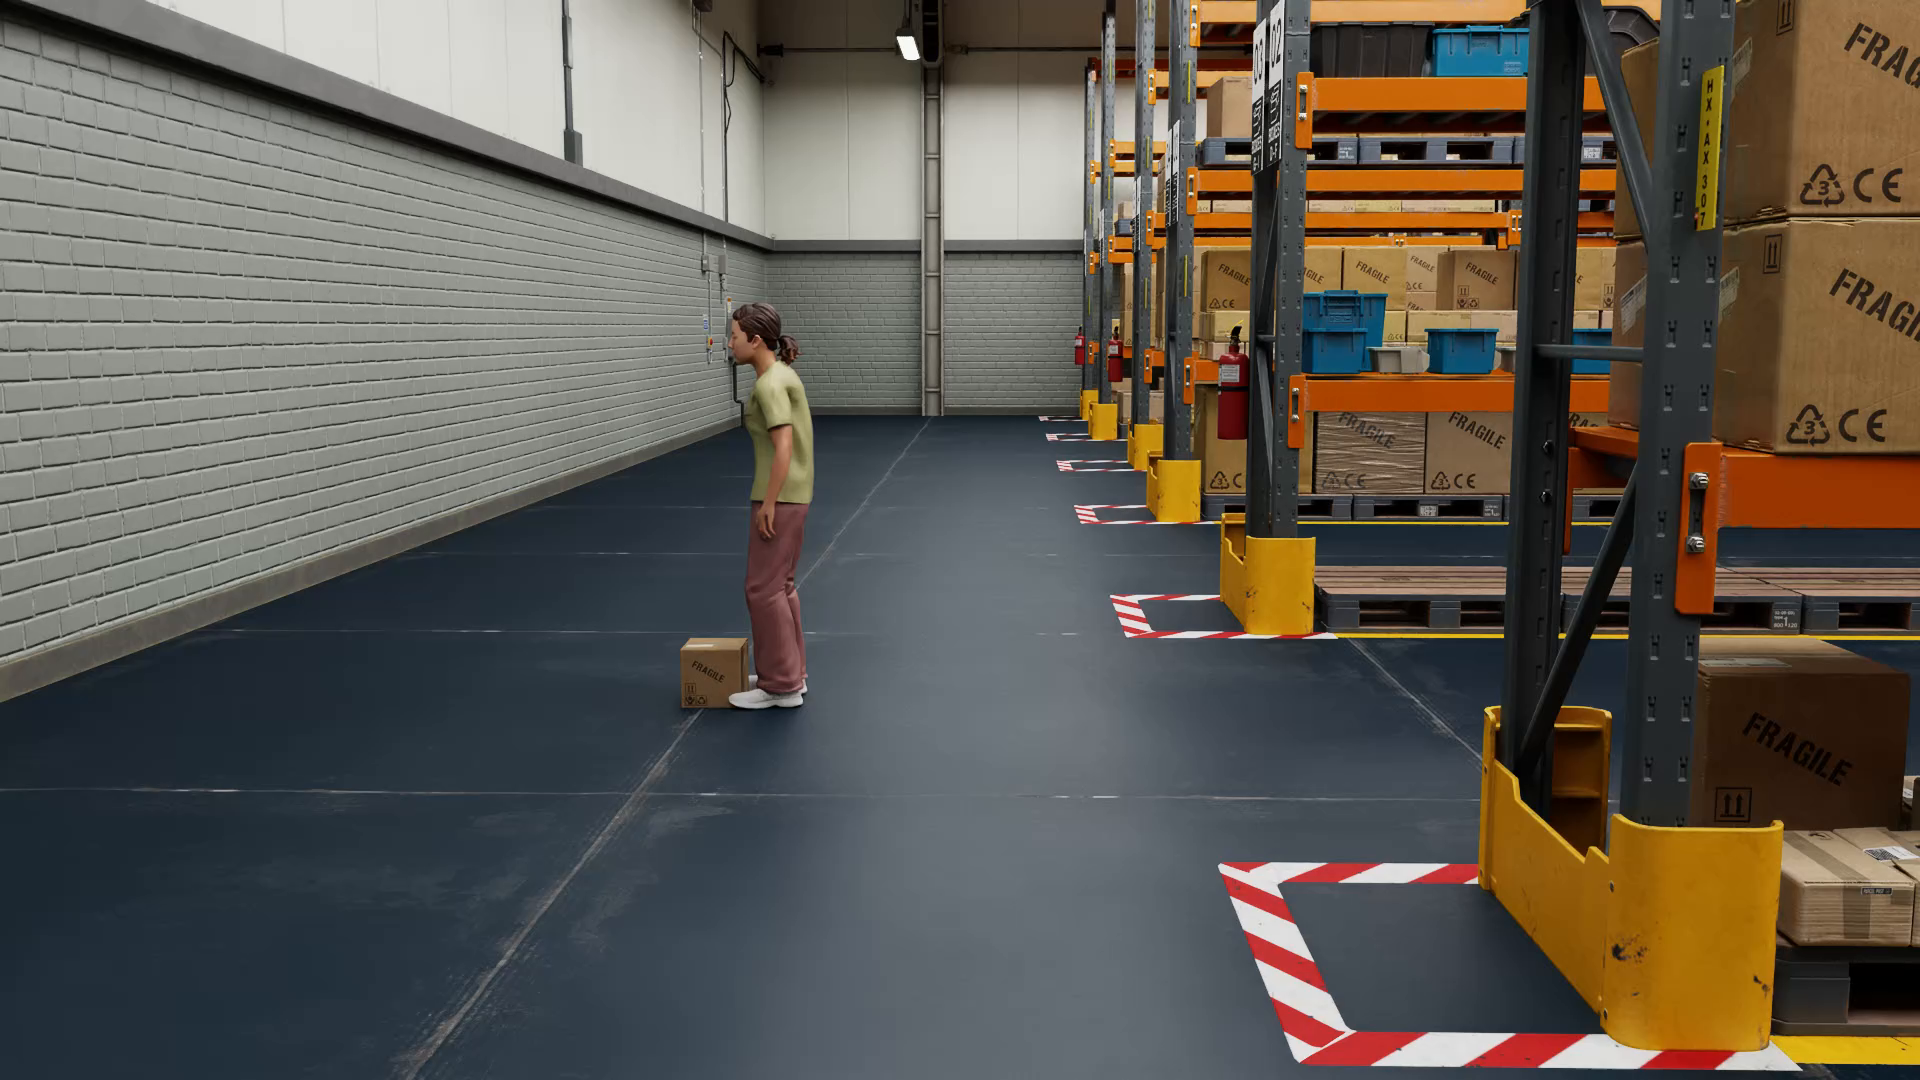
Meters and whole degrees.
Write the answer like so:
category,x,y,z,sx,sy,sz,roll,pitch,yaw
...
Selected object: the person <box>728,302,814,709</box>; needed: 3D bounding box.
category,x,y,z,sx,sy,sz,roll,pitch,yaw
person,-0.786,-0.146,6.918,0.359,1.672,0.521,0,7,-2
